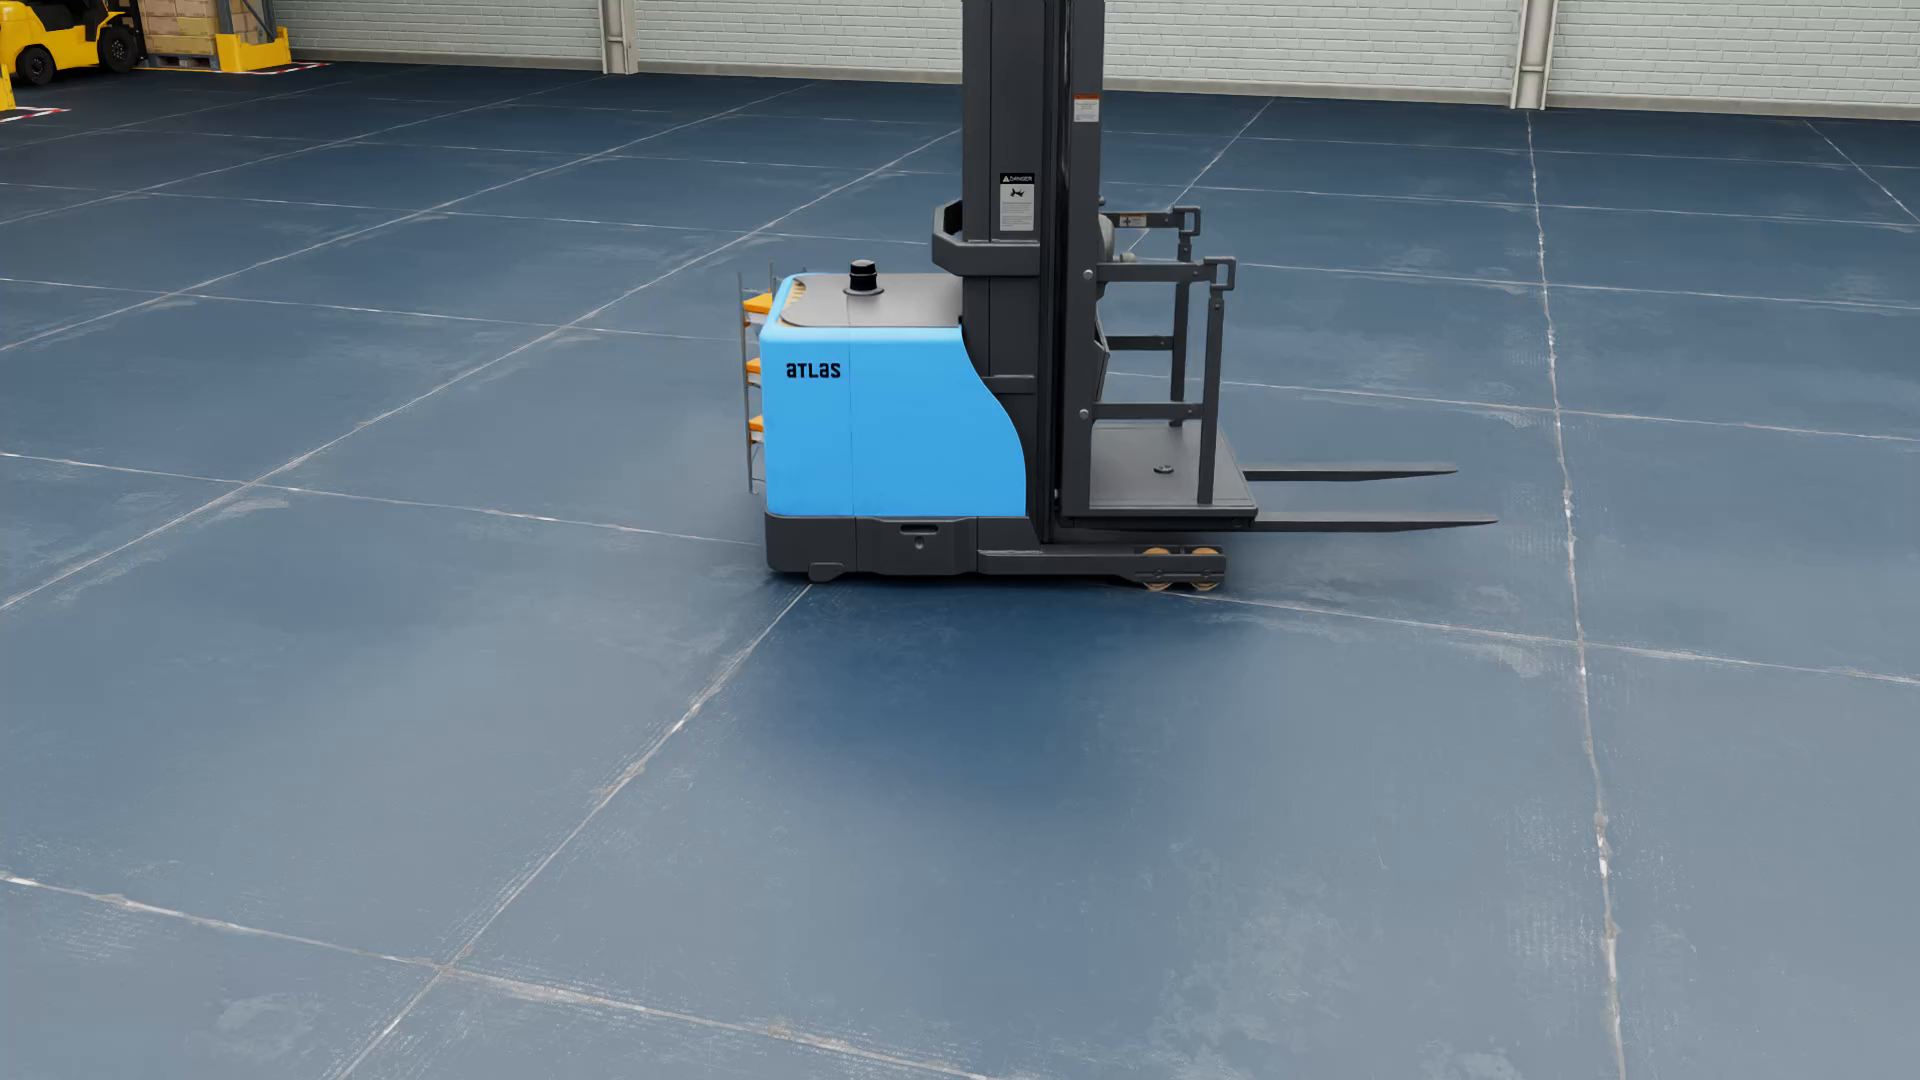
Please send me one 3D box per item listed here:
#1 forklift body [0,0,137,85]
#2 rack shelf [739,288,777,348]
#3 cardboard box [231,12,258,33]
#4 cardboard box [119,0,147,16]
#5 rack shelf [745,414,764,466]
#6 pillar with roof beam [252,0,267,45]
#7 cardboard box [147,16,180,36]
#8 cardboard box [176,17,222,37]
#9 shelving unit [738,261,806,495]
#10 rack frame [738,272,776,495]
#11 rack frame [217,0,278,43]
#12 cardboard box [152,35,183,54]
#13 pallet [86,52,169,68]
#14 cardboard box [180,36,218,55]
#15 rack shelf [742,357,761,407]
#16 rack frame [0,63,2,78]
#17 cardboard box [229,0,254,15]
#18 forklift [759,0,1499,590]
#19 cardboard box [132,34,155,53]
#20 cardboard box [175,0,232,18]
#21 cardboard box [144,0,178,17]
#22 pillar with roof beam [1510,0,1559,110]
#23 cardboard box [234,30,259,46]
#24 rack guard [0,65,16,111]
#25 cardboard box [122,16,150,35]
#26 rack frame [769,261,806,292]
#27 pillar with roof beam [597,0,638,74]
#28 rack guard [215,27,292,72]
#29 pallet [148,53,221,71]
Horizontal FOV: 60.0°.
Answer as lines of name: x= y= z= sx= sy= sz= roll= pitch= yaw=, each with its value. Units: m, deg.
forklift body: x=-12.387 y=-7.284 z=22.194 sx=1.214 sy=2.155 sz=2.313 roll=7 pitch=23 yaw=16
rack shelf: x=-0.843 y=-0.983 z=7.563 sx=0.215 sy=0.259 sz=0.240 roll=12 pitch=25 yaw=26
cardboard box: x=-10.434 y=-7.413 z=23.799 sx=0.500 sy=0.250 sz=0.500 roll=7 pitch=23 yaw=16
cardboard box: x=-11.552 y=-7.560 z=23.499 sx=0.500 sy=0.250 sz=0.500 roll=7 pitch=23 yaw=16
rack shelf: x=-0.843 y=-0.463 z=7.776 sx=0.215 sy=0.259 sz=0.240 roll=12 pitch=25 yaw=26
pillar with roof beam: x=-11.694 y=-9.747 z=19.175 sx=0.400 sy=9.000 sz=9.100 roll=7 pitch=23 yaw=16
cardboard box: x=-11.077 y=-7.284 z=23.487 sx=0.500 sy=0.250 sz=0.500 roll=6 pitch=23 yaw=15
cardboard box: x=-10.600 y=-7.225 z=23.343 sx=0.500 sy=0.250 sz=0.500 roll=6 pitch=23 yaw=15
shelving unit: x=-0.843 y=-0.730 z=7.666 sx=0.215 sy=1.050 sz=0.252 roll=12 pitch=25 yaw=26
rack frame: x=-0.901 y=-0.689 z=7.567 sx=0.200 sy=1.050 sz=0.008 roll=12 pitch=25 yaw=26
rack frame: x=-10.044 y=-8.132 z=23.143 sx=0.127 sy=3.000 sz=1.000 roll=7 pitch=23 yaw=16
cardboard box: x=-11.059 y=-7.049 z=23.572 sx=0.500 sy=0.250 sz=0.500 roll=7 pitch=23 yaw=15
pallet: x=-11.953 y=-7.045 z=24.167 sx=1.213 sy=0.211 sz=1.003 roll=7 pitch=23 yaw=15
cardboard box: x=-10.585 y=-6.991 z=23.430 sx=0.500 sy=0.250 sz=0.500 roll=7 pitch=23 yaw=16
rack shelf: x=-0.843 y=-0.720 z=7.670 sx=0.215 sy=0.259 sz=0.240 roll=12 pitch=25 yaw=26
rack frame: x=-11.474 y=-6.328 z=18.745 sx=0.127 sy=3.000 sz=1.000 roll=7 pitch=23 yaw=16
cardboard box: x=-10.450 y=-7.638 z=23.691 sx=0.500 sy=0.250 sz=0.500 roll=6 pitch=23 yaw=15
forklift: x=0.718 y=-1.357 z=6.716 sx=3.031 sy=2.935 sz=1.130 roll=0 pitch=22 yaw=0
cardboard box: x=-11.535 y=-7.107 z=23.713 sx=0.500 sy=0.250 sz=0.500 roll=7 pitch=23 yaw=16
cardboard box: x=-10.575 y=-7.454 z=23.242 sx=0.500 sy=0.250 sz=0.500 roll=7 pitch=23 yaw=17
cardboard box: x=-11.066 y=-7.508 z=23.373 sx=0.500 sy=0.250 sz=0.500 roll=7 pitch=23 yaw=16
pillar with roof beam: x=5.539 y=-7.774 z=14.365 sx=0.400 sy=9.000 sz=9.100 roll=7 pitch=23 yaw=16
cardboard box: x=-10.458 y=-7.179 z=23.889 sx=0.500 sy=0.250 sz=0.500 roll=7 pitch=23 yaw=16
rack guard: x=-11.547 y=-5.180 z=19.240 sx=0.348 sy=0.500 sz=1.175 roll=7 pitch=23 yaw=16
cardboard box: x=-11.578 y=-7.333 z=23.606 sx=0.500 sy=0.250 sz=0.500 roll=6 pitch=23 yaw=14
rack frame: x=-0.785 y=-0.771 z=7.766 sx=0.200 sy=1.050 sz=0.008 roll=12 pitch=25 yaw=26
pillar with roof beam: x=-5.950 y=-9.090 z=17.572 sx=0.400 sy=9.000 sz=9.100 roll=7 pitch=23 yaw=16
rack guard: x=-10.021 y=-6.973 z=23.611 sx=0.348 sy=0.500 sz=1.175 roll=7 pitch=23 yaw=16
pallet: x=-10.788 y=-6.911 z=23.839 sx=1.213 sy=0.211 sz=1.003 roll=7 pitch=23 yaw=16
